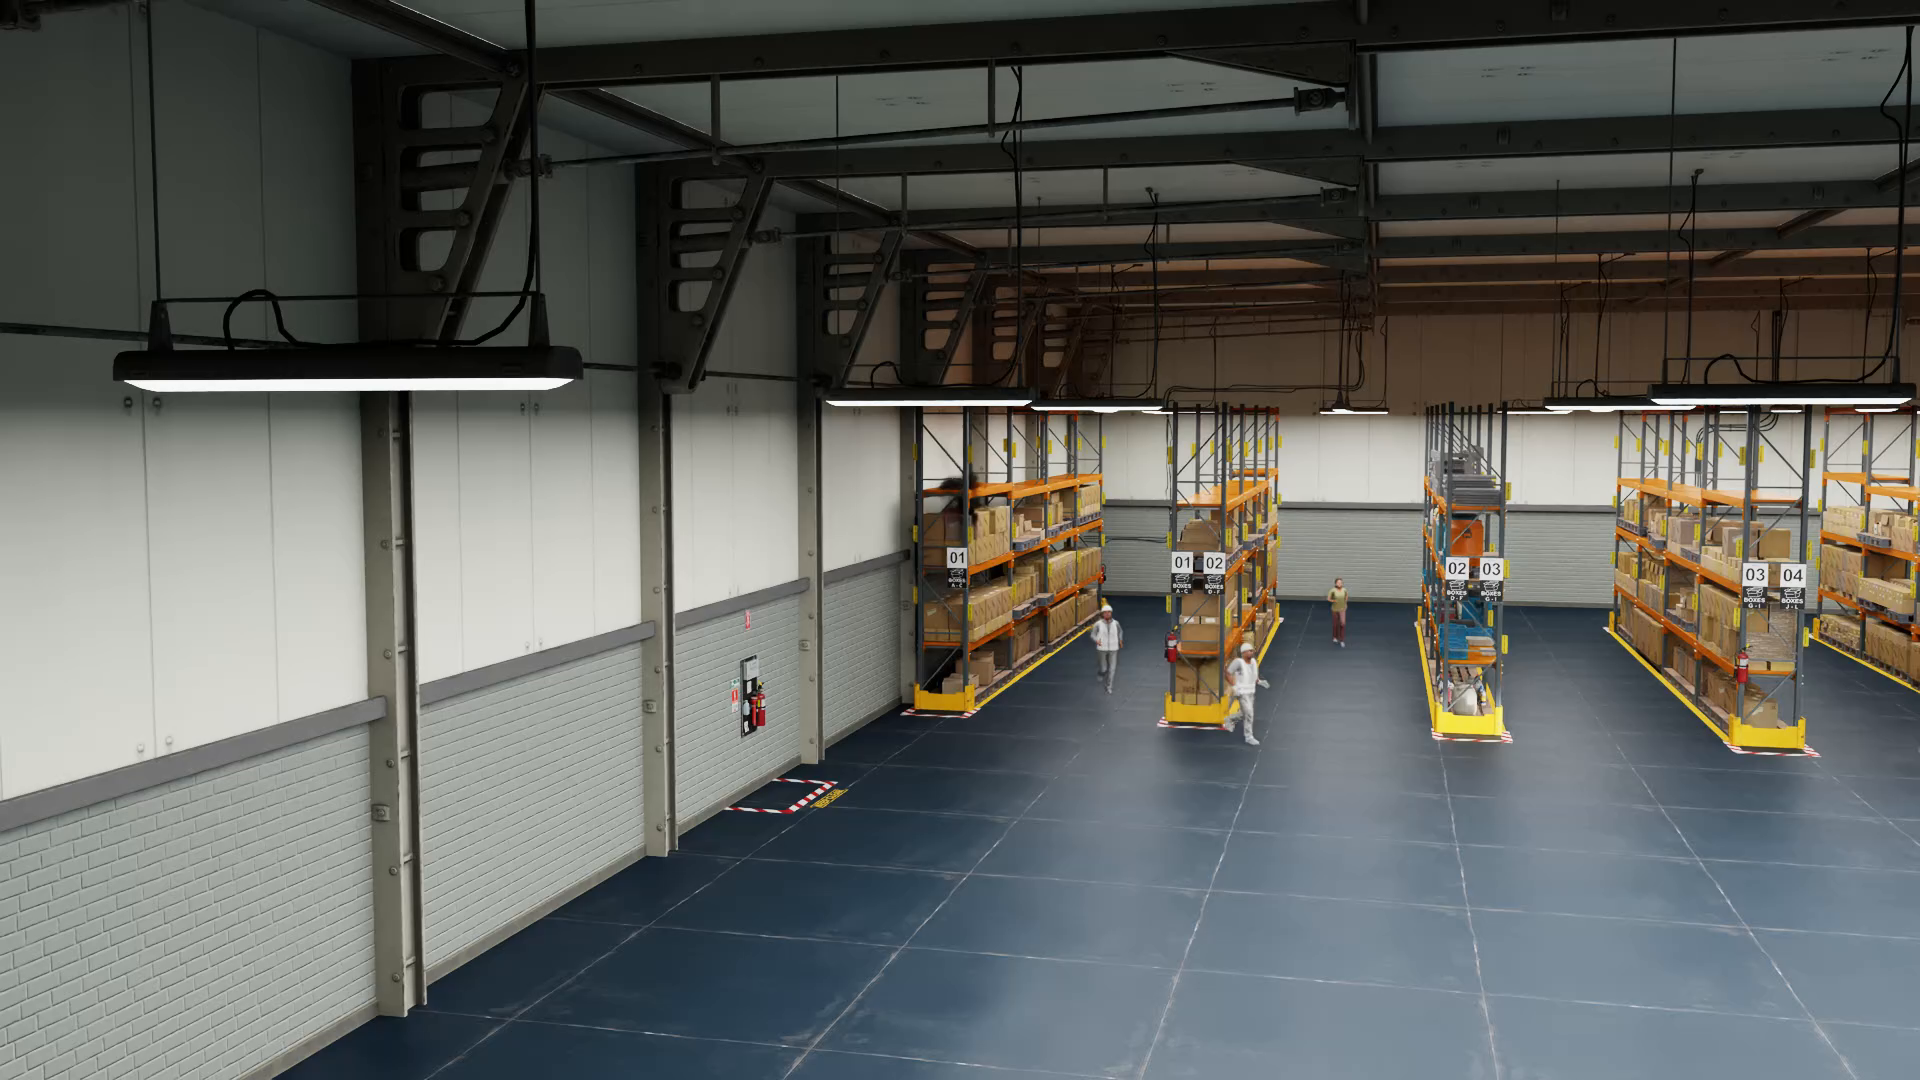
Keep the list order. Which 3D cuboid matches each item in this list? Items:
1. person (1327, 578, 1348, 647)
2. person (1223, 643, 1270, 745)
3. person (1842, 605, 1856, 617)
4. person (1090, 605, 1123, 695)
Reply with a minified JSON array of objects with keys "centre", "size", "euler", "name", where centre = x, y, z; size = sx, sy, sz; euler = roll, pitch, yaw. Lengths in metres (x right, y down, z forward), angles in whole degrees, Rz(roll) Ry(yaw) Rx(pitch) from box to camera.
[{"centre":[9.490,1.803,41.802],"size":[0.561,1.710,0.774],"euler":[0,4,5],"name":"person"},{"centre":[4.920,2.663,29.118],"size":[0.665,1.753,0.874],"euler":[-4,6,-42],"name":"person"},{"centre":[23.717,1.625,44.085],"size":[0.713,1.780,0.617],"euler":[-2,5,-20],"name":"person"},{"centre":[2.914,2.153,32.748],"size":[0.677,1.739,0.905],"euler":[0,4,-4],"name":"person"}]
